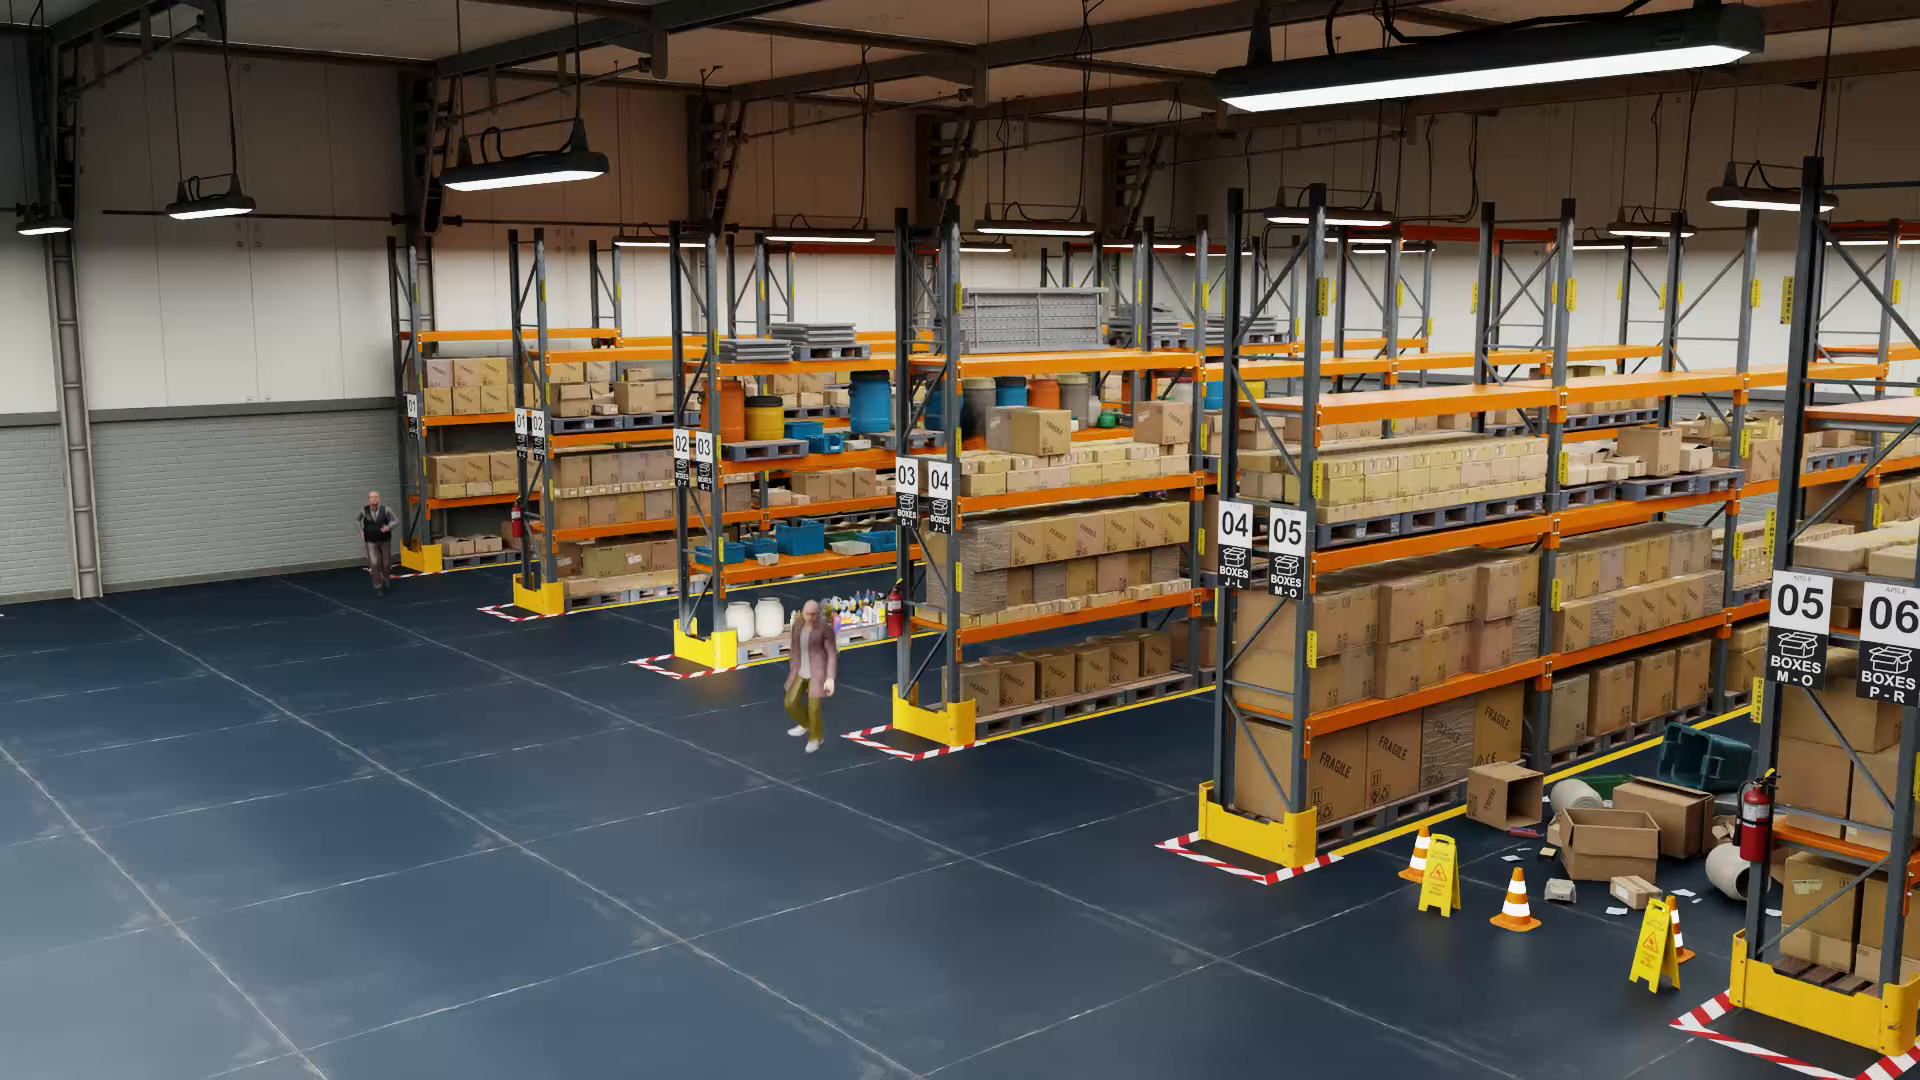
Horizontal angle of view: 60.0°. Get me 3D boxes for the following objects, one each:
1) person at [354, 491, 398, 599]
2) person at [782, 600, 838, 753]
[{"bbox_3d":[-9.699,0.049,27.680,0.694,1.737,0.873,-3,9,-20],"label":"person"},{"bbox_3d":[-1.632,1.508,18.491,0.711,1.732,0.587,3,9,20],"label":"person"}]
